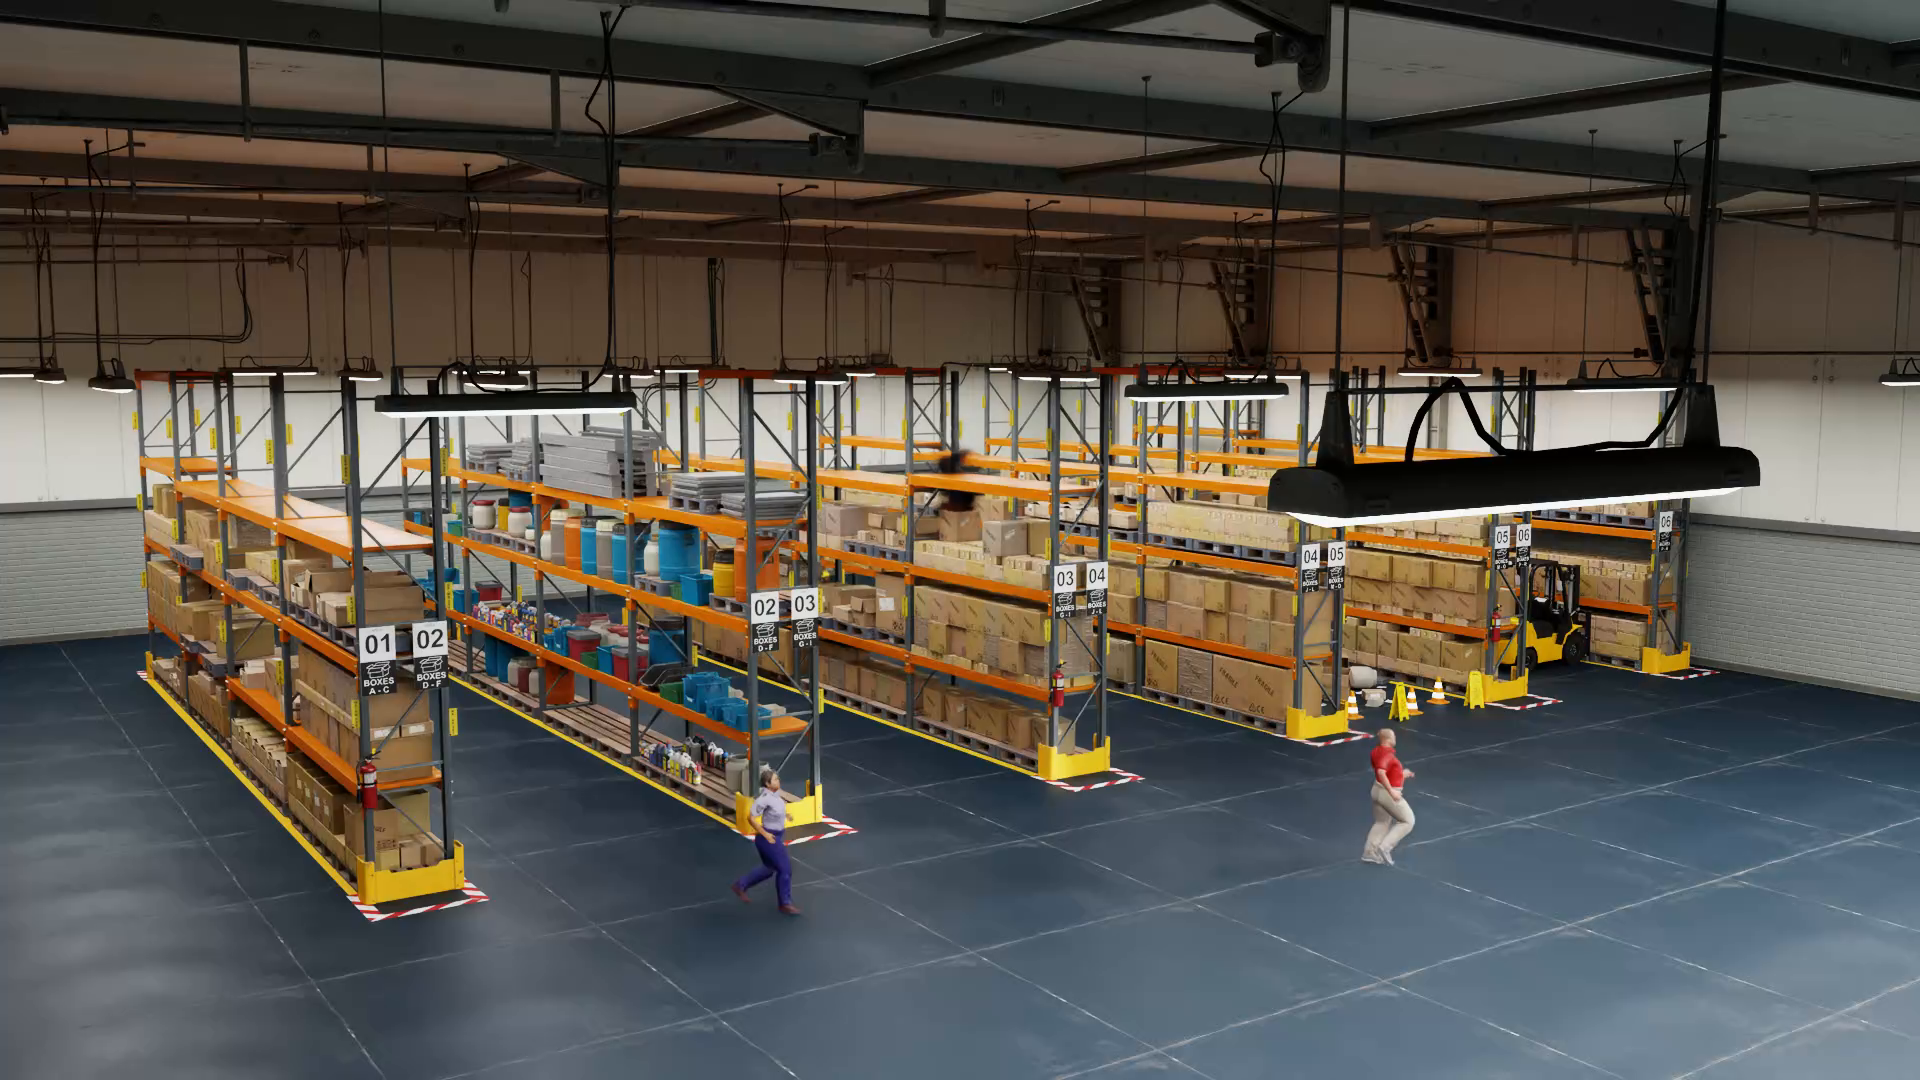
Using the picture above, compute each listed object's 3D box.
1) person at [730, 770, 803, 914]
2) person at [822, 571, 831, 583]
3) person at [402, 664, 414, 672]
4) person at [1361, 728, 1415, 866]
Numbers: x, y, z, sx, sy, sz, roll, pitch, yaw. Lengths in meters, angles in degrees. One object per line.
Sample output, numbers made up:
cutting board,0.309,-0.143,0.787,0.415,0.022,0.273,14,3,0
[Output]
person,-2.195,3.410,18.820,0.831,1.657,0.598,0,6,-3
person,-2.827,1.515,35.144,0.702,1.717,0.625,-5,8,-39
person,-9.535,2.302,28.489,0.849,1.650,0.607,6,9,43
person,5.320,3.168,20.543,0.658,1.706,0.642,-2,7,-13
